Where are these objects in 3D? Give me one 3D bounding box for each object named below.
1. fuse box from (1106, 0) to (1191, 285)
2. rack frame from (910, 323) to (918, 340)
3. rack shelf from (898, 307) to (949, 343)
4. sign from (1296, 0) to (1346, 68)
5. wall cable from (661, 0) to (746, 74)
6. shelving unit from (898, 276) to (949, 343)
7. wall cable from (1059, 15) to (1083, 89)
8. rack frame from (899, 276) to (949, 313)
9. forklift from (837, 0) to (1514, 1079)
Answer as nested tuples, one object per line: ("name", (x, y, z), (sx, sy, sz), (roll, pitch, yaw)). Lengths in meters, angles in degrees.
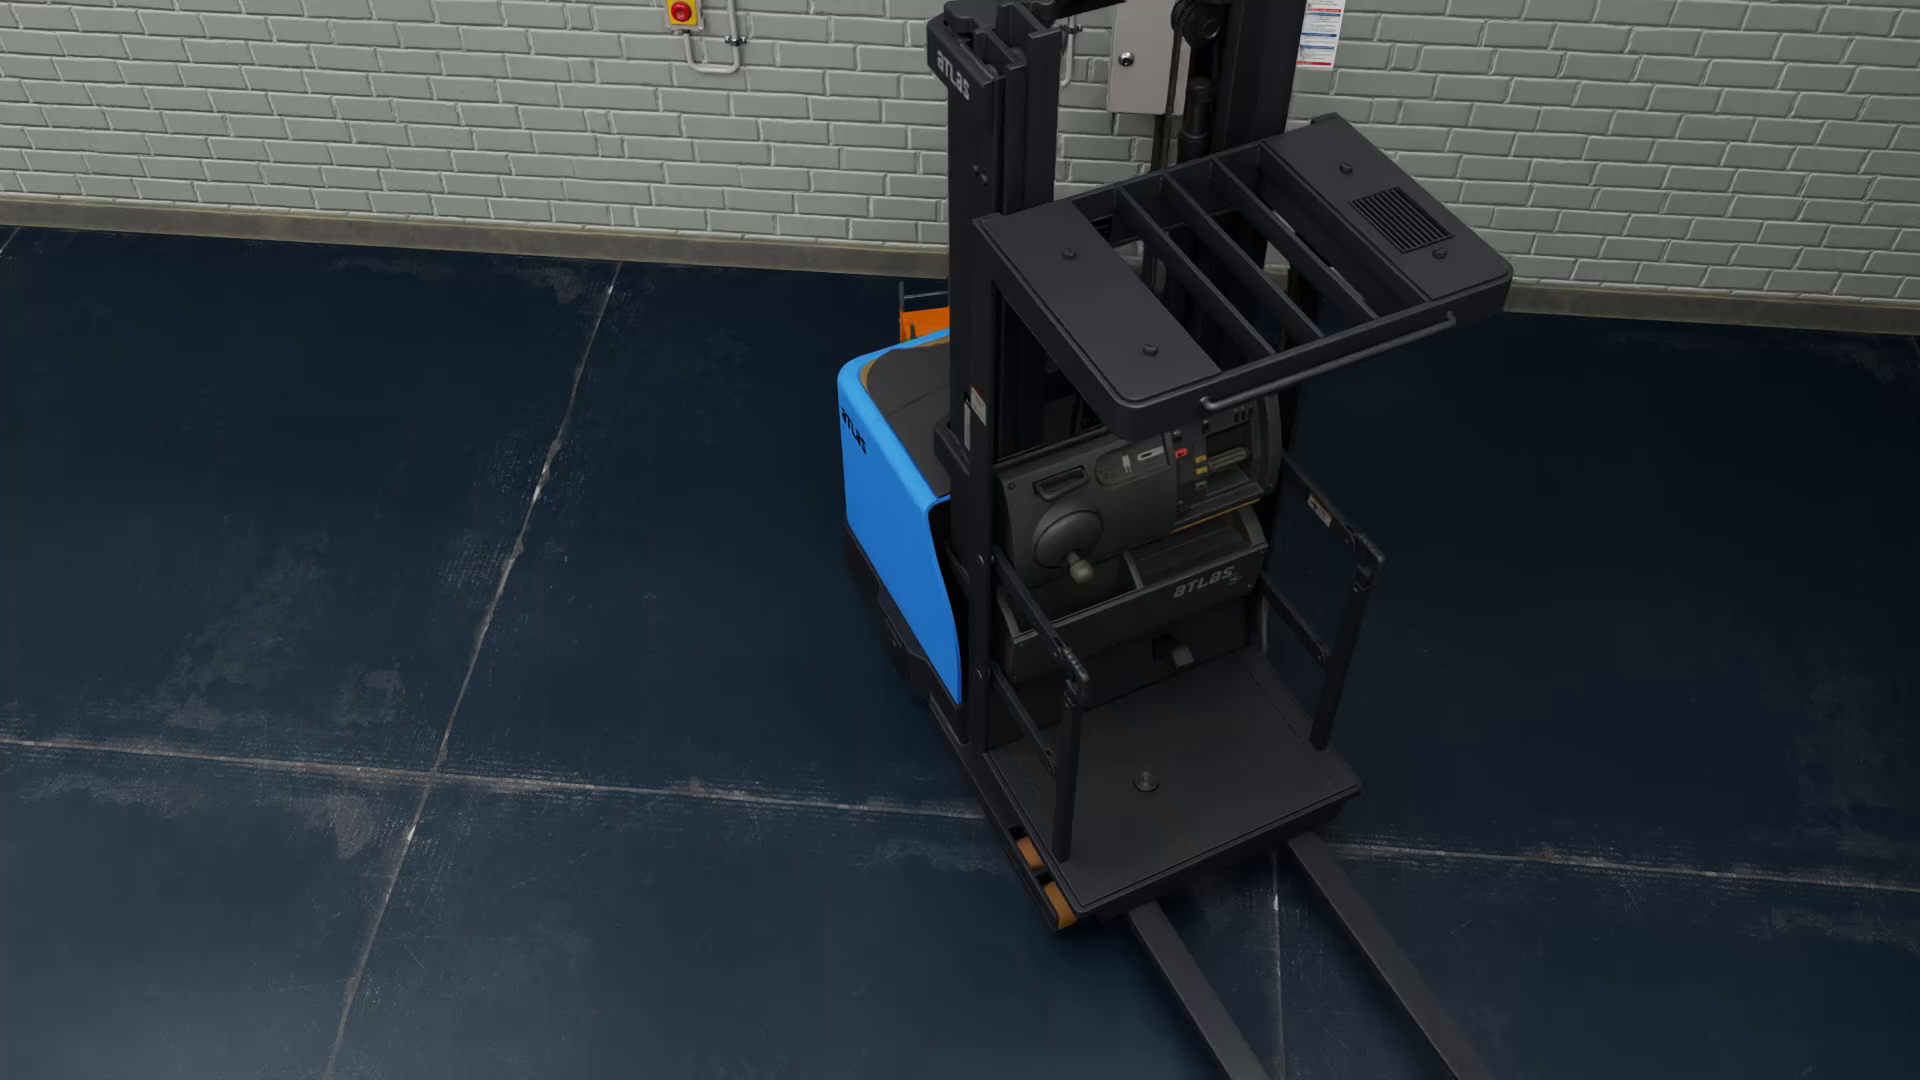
("fuse box", (0.876, -1.617, 7.069), (0.539, 1.711, 0.414), (4, 48, 4))
("rack frame", (-0.083, -0.444, 6.445), (0.200, 1.050, 0.008), (-8, 48, -7))
("rack shelf", (-0.106, -0.717, 6.324), (0.215, 0.259, 0.240), (-8, 48, -7))
("sign", (1.386, -2.138, 6.737), (0.329, 0.494, 0.001), (4, 48, 4))
("wall cable", (-1.203, -2.653, 6.434), (0.585, 1.953, 0.123), (4, 48, 4))
("shelving unit", (-0.106, -0.532, 6.525), (0.215, 1.050, 0.252), (-8, 48, -7))
("wall cable", (0.211, -2.556, 6.366), (0.588, 1.984, 0.122), (4, 48, 4))
("rack frame", (-0.129, -0.621, 6.606), (0.200, 1.050, 0.008), (-8, 48, -7))
("forklift", (0.649, -0.069, 4.827), (1.130, 2.935, 3.031), (-20, 51, -17))
